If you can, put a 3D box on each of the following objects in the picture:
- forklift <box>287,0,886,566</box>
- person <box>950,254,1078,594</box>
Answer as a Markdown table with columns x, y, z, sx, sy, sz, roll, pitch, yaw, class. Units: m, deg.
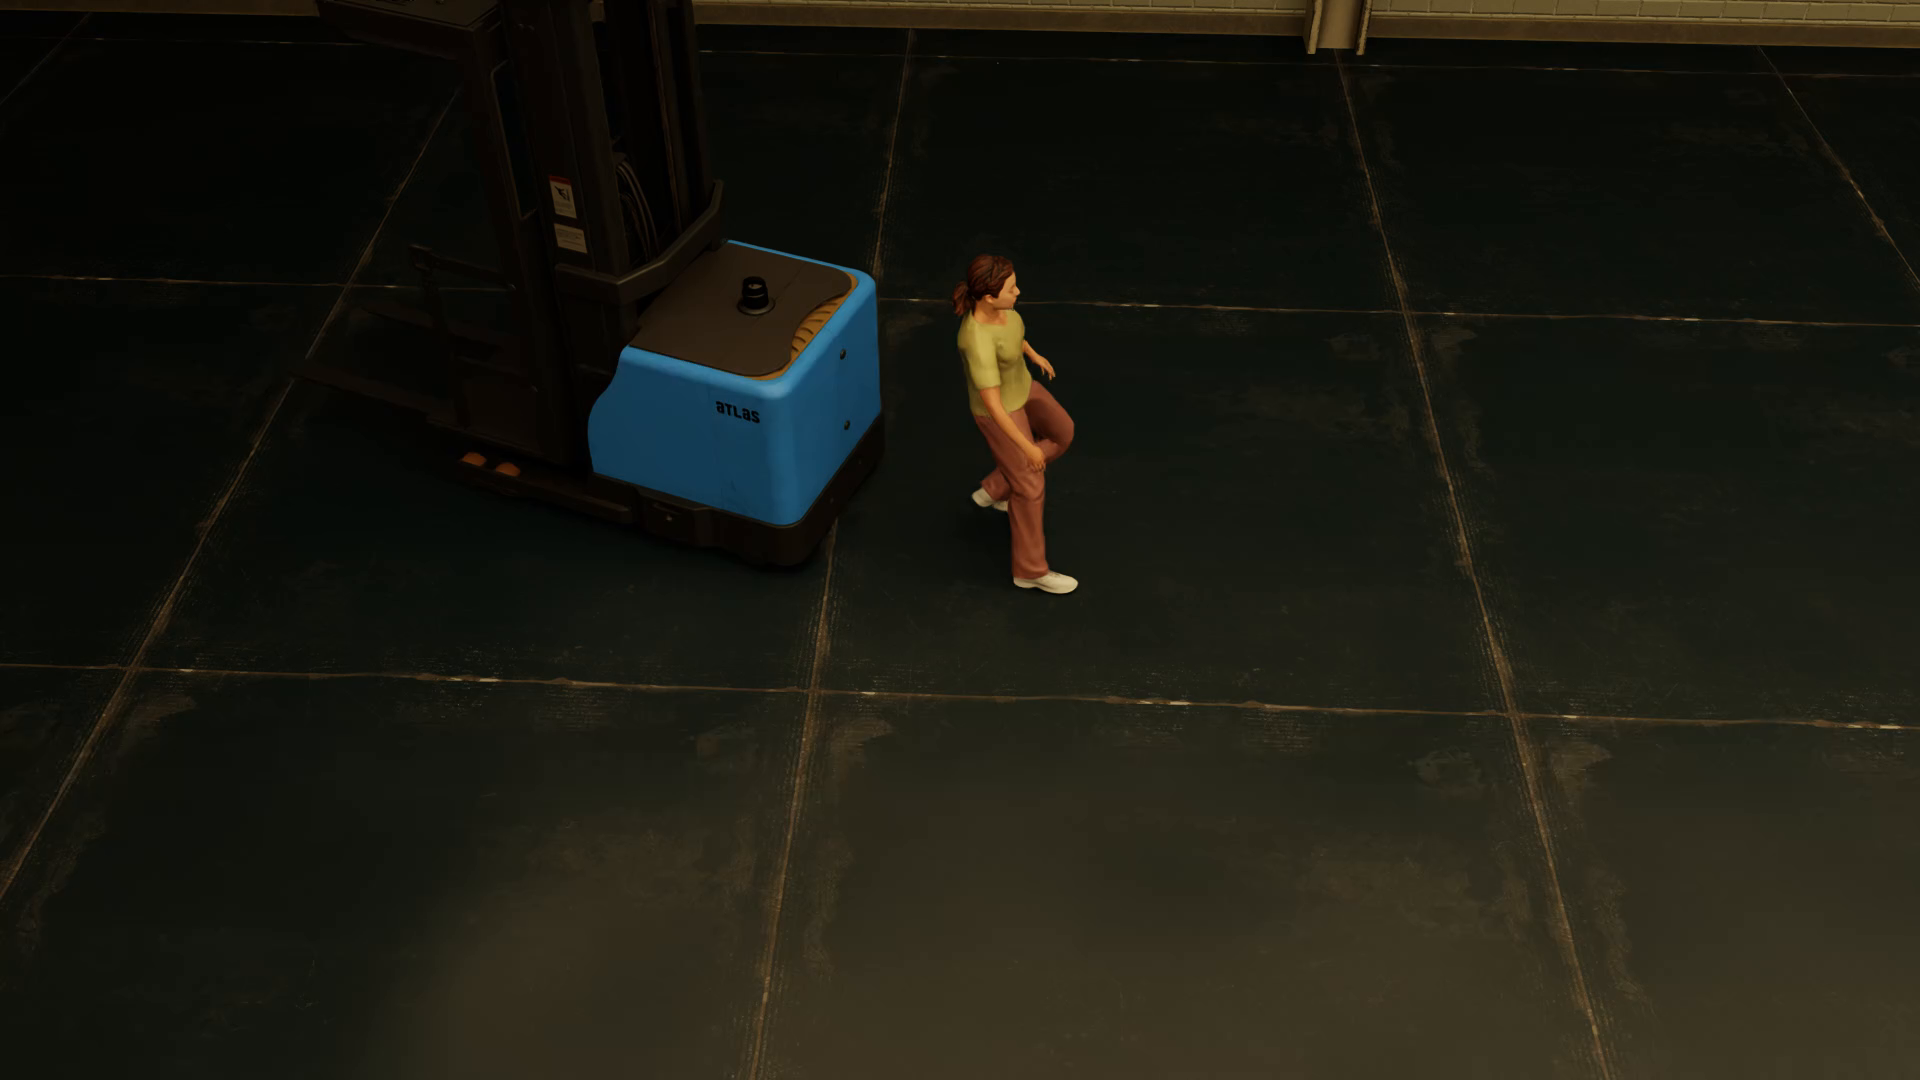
| x | y | z | sx | sy | sz | roll | pitch | yaw | class |
| --- | --- | --- | --- | --- | --- | --- | --- | --- | --- |
| -1.939 | -1.608 | 7.503 | 3.031 | 2.935 | 1.130 | 16 | 45 | 17 | forklift |
| 0.283 | -0.573 | 7.382 | 0.671 | 1.565 | 0.671 | 10 | 43 | 11 | person |
